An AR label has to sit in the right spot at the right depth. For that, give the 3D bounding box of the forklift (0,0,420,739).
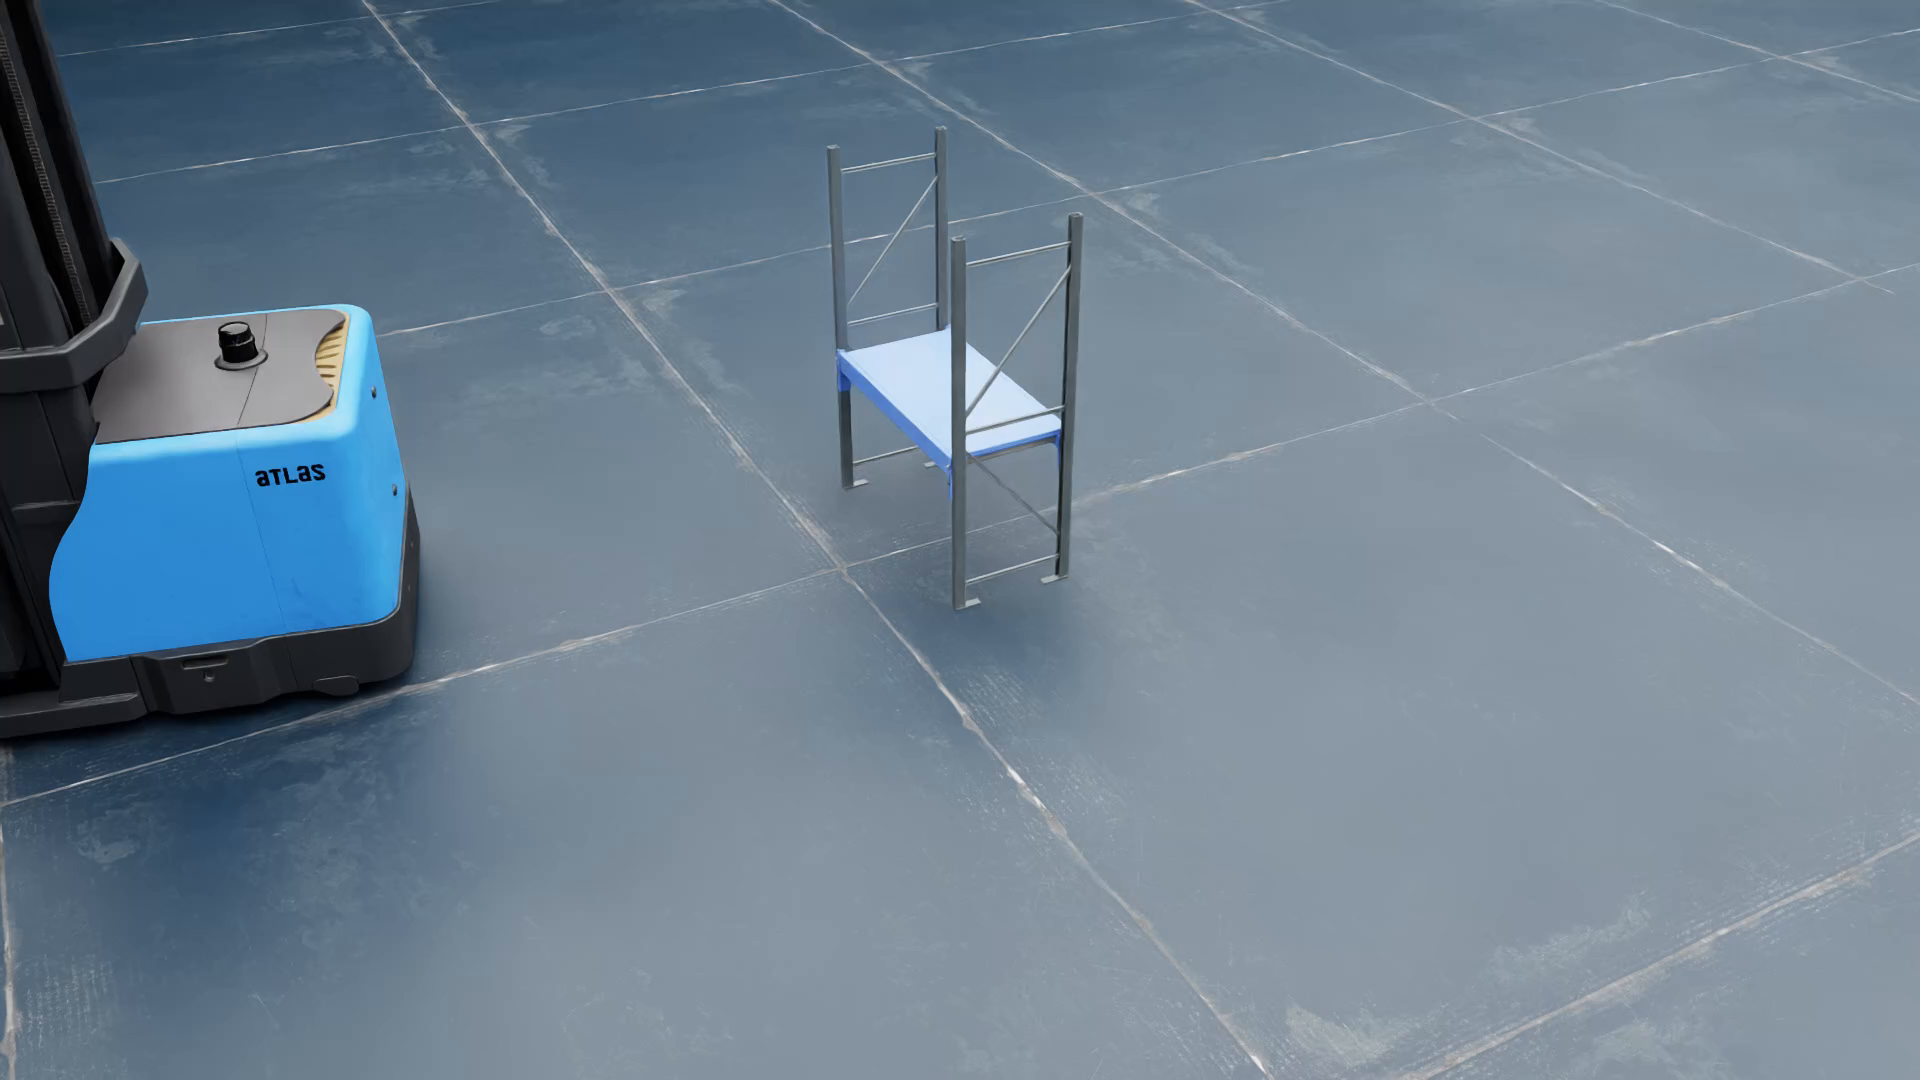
[{"bbox_3d":[-3.530,-0.776,5.244,3.031,2.935,1.130,-7,33,-11],"label":"forklift"}]

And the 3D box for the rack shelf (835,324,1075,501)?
[{"bbox_3d":[-0.040,-0.521,6.506,0.538,0.185,1.000,-16,36,-23],"label":"rack shelf"}]

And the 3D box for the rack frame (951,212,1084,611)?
[{"bbox_3d":[0.197,-0.430,6.030,0.500,1.500,0.032,-16,36,-23],"label":"rack frame"}]

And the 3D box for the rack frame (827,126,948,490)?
[{"bbox_3d":[-0.277,-0.915,6.788,0.500,1.500,0.032,-16,36,-23],"label":"rack frame"}]

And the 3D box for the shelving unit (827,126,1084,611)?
[{"bbox_3d":[-0.040,-0.672,6.409,0.538,1.500,1.048,-16,36,-23],"label":"shelving unit"}]
